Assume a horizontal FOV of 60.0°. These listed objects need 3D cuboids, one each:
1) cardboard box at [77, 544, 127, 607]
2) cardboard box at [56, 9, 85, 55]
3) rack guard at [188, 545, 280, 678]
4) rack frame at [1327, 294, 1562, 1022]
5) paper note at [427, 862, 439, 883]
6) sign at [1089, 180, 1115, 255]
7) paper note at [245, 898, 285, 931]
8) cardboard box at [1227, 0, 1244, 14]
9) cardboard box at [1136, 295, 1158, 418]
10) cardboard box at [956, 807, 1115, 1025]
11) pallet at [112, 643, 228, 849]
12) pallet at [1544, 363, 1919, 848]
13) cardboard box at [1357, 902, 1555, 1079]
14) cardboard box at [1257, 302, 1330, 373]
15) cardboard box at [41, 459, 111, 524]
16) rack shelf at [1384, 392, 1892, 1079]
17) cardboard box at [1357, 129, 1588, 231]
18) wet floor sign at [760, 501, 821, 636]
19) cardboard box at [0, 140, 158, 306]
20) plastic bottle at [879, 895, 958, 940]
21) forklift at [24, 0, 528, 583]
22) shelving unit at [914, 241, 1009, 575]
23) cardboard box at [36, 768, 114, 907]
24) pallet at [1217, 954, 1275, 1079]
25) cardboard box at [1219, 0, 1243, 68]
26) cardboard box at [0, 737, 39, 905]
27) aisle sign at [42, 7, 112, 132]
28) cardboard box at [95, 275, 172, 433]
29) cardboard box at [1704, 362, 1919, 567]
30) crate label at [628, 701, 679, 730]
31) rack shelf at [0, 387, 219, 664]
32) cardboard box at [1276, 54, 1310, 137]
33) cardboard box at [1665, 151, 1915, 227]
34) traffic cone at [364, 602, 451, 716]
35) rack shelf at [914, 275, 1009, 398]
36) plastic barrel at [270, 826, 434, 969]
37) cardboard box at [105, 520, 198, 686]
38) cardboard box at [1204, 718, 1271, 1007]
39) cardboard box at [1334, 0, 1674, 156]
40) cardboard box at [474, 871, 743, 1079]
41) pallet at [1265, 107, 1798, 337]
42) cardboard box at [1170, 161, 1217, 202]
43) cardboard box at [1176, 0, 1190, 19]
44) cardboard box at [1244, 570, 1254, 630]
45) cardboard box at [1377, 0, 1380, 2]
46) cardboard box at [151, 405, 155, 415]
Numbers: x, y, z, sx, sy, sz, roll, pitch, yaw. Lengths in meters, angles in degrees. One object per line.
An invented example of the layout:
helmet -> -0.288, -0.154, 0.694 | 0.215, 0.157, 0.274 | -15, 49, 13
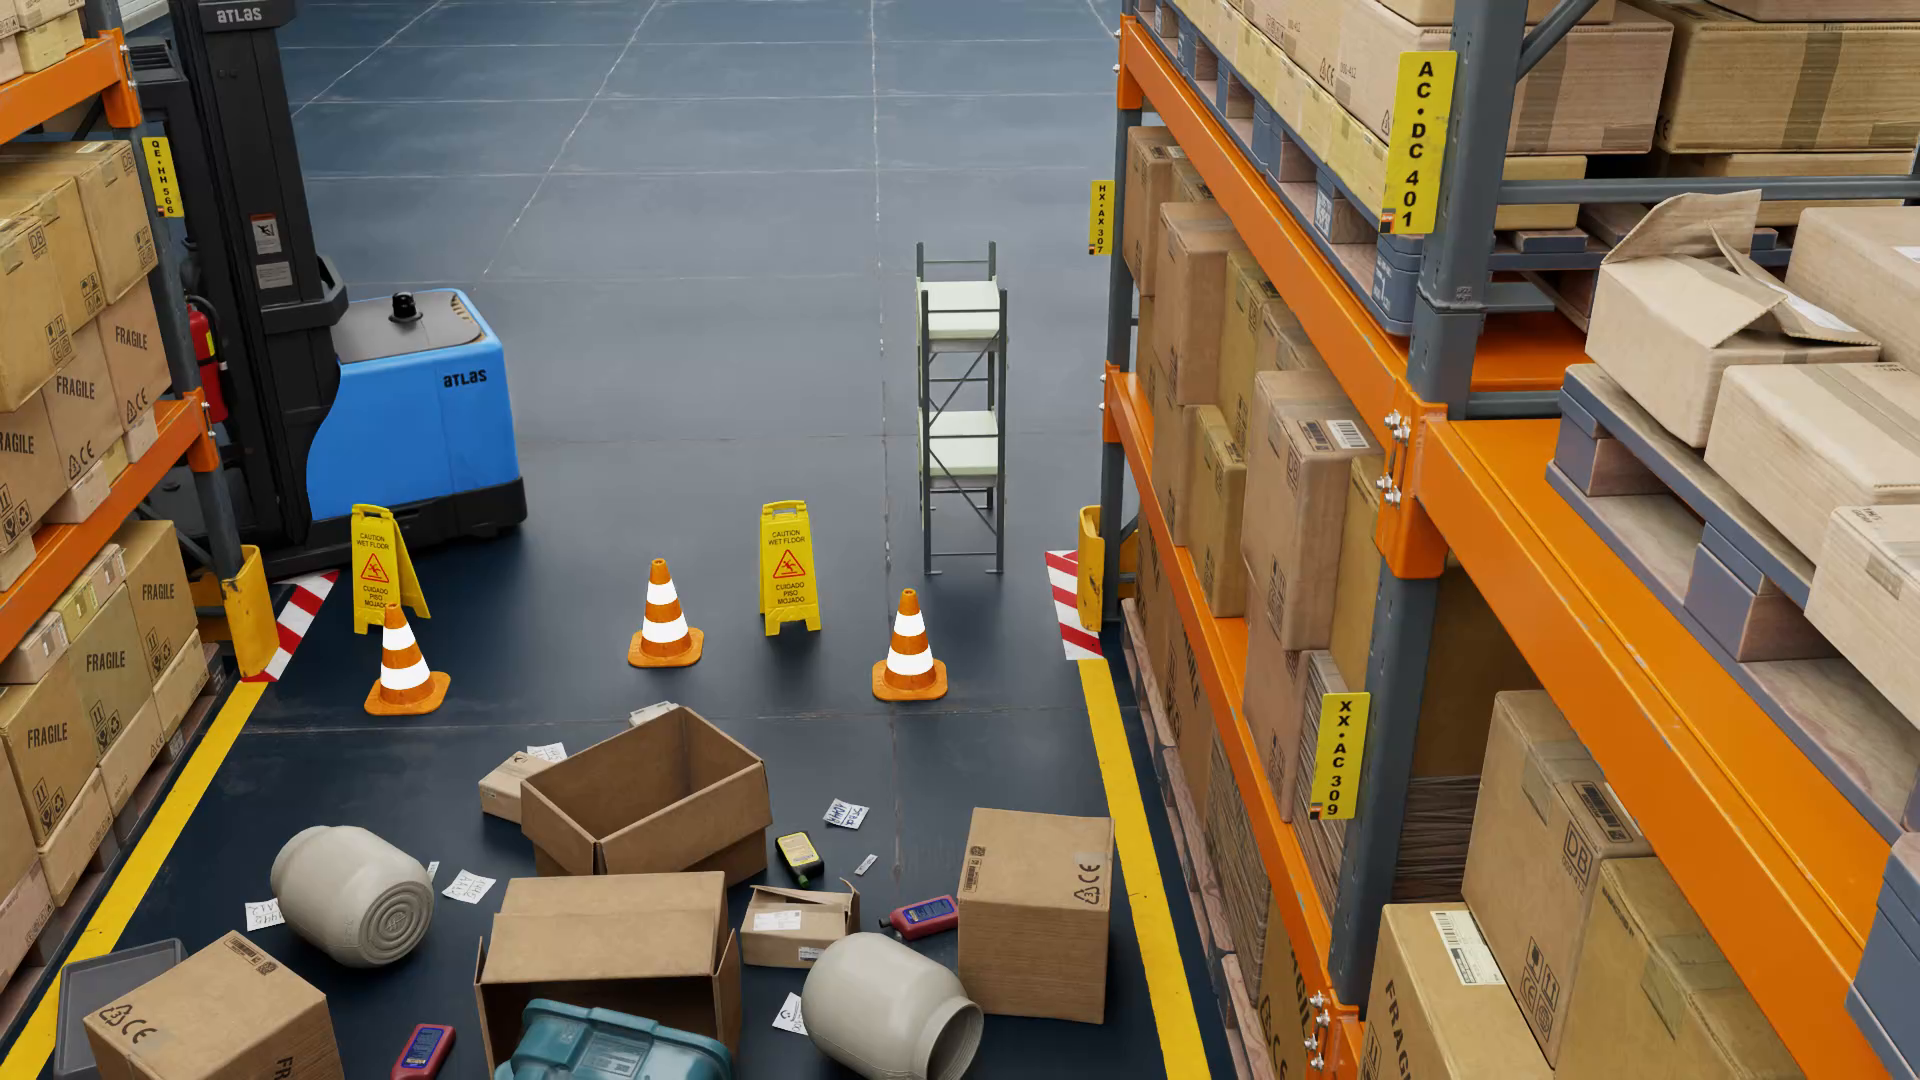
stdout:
cardboard box -> -3.387, 0.137, 6.251 | 0.380, 0.149, 0.250 | -1, 28, -1
cardboard box -> -3.478, -1.868, 6.116 | 0.380, 0.149, 0.250 | -1, 28, -2
rack guard -> -3.771, 0.336, 7.565 | 1.175, 0.500, 0.348 | -1, 28, -3
rack frame -> 1.371, 0.874, 3.831 | 1.000, 3.000, 0.127 | -1, 28, -3
paper note -> -2.009, 1.263, 6.318 | 0.032, 0.001, 0.123 | -1, 28, -3
sign -> 0.608, -1.382, 7.134 | 0.100, 0.325, 0.005 | -1, 28, -3
paper note -> -2.543, 1.364, 6.102 | 0.142, 0.019, 0.148 | -11, 30, -20
cardboard box -> 1.011, -1.671, 4.745 | 0.500, 0.250, 0.500 | -2, 28, -3
cardboard box -> 1.227, -0.870, 7.012 | 0.875, 0.550, 0.550 | -1, 28, -3
cardboard box -> 0.266, 1.289, 5.736 | 0.500, 0.500, 0.500 | 3, 28, 6
pallet -> -3.764, 0.840, 6.911 | 1.003, 0.211, 1.213 | -1, 28, -3
pallet -> 1.469, 0.051, 2.372 | 0.805, 0.209, 1.217 | -2, 28, -5
cardboard box -> 1.130, 1.079, 3.330 | 0.500, 0.500, 0.500 | -1, 28, -2
cardboard box -> 1.351, -0.347, 4.841 | 0.875, 0.550, 0.550 | -1, 28, -3
cardboard box -> -3.383, -0.177, 6.118 | 0.380, 0.149, 0.250 | -1, 28, -2
rack shelf -> 1.476, 0.786, 1.533 | 1.077, 0.370, 4.000 | -1, 28, -3
cardboard box -> 1.033, -0.736, 3.383 | 0.380, 0.149, 0.250 | -1, 28, -3
wet floor sign -> -0.816, 0.105, 7.852 | 0.267, 0.644, 0.232 | -6, 28, -11
cardboard box -> -3.531, -1.196, 6.289 | 0.700, 0.500, 0.500 | -2, 28, -4
plastic bottle -> -0.144, 1.379, 6.039 | 0.283, 0.061, 0.133 | -11, 30, -20
forklift -> -3.849, -1.233, 7.944 | 3.031, 2.935, 1.130 | -13, 30, -24
shelving unit -> 0.000, -0.668, 8.409 | 0.431, 1.500, 0.755 | -1, 28, -3
cardboard box -> -3.413, 1.073, 5.968 | 0.500, 0.250, 0.500 | -2, 28, -4
pallet -> 1.410, 1.757, 5.153 | 1.003, 0.211, 1.213 | -1, 28, -3
cardboard box -> 0.953, -1.441, 4.735 | 0.380, 0.149, 0.250 | -1, 28, -3
cardboard box -> -3.393, 0.975, 5.346 | 0.500, 0.500, 0.500 | 0, 28, 0
aisle sign -> -3.489, -1.996, 6.522 | 0.394, 0.787, 0.004 | -1, 28, -3
cardboard box -> -3.472, -0.740, 6.495 | 0.500, 0.500, 0.500 | -2, 28, -4
cardboard box -> 1.178, -0.091, 2.146 | 0.250, 0.149, 0.380 | -1, 28, -3
crate label -> -1.271, 0.807, 7.055 | 0.250, 0.136, 0.298 | -17, 32, -29
rack shelf -> -3.671, 0.435, 5.450 | 1.077, 0.370, 4.000 | -1, 28, -3
cardboard box -> 0.991, -1.090, 4.062 | 0.380, 0.149, 0.250 | -1, 28, -2
cardboard box -> 1.692, -0.752, 3.414 | 0.380, 0.149, 0.250 | -2, 28, -3
traffic cone -> -2.465, 0.485, 7.320 | 0.336, 0.463, 0.334 | -1, 28, -3
rack shelf -> 0.000, -1.014, 8.229 | 0.431, 0.370, 0.720 | -1, 28, -3
plastic barrel -> -2.156, 1.252, 5.891 | 0.512, 0.421, 0.421 | 19, 33, 32
cardboard box -> -3.473, 0.257, 6.723 | 0.500, 0.500, 0.500 | -1, 28, -2
cardboard box -> 1.358, 0.921, 5.584 | 0.875, 0.875, 0.875 | -1, 28, -2
cardboard box -> 1.089, -0.973, 3.407 | 0.500, 0.250, 0.500 | -2, 28, -3
cardboard box -> -1.098, 1.421, 5.335 | 0.797, 0.637, 0.503 | -1, 28, -3
pallet -> 1.339, -0.795, 3.883 | 1.003, 0.211, 1.213 | -1, 28, -3
cardboard box -> 1.264, -1.095, 6.276 | 0.875, 0.550, 0.550 | -1, 28, -3
cardboard box -> 0.913, -1.790, 5.405 | 0.380, 0.149, 0.250 | -1, 28, -2
cardboard box -> 1.378, 0.131, 5.092 | 0.875, 0.550, 0.550 | -1, 28, -3
cardboard box -> 1.021, -1.207, 3.424 | 0.380, 0.149, 0.250 | -2, 28, -3
cardboard box -> -3.542, -0.529, 6.791 | 0.380, 0.149, 0.250 | 0, 28, -1
